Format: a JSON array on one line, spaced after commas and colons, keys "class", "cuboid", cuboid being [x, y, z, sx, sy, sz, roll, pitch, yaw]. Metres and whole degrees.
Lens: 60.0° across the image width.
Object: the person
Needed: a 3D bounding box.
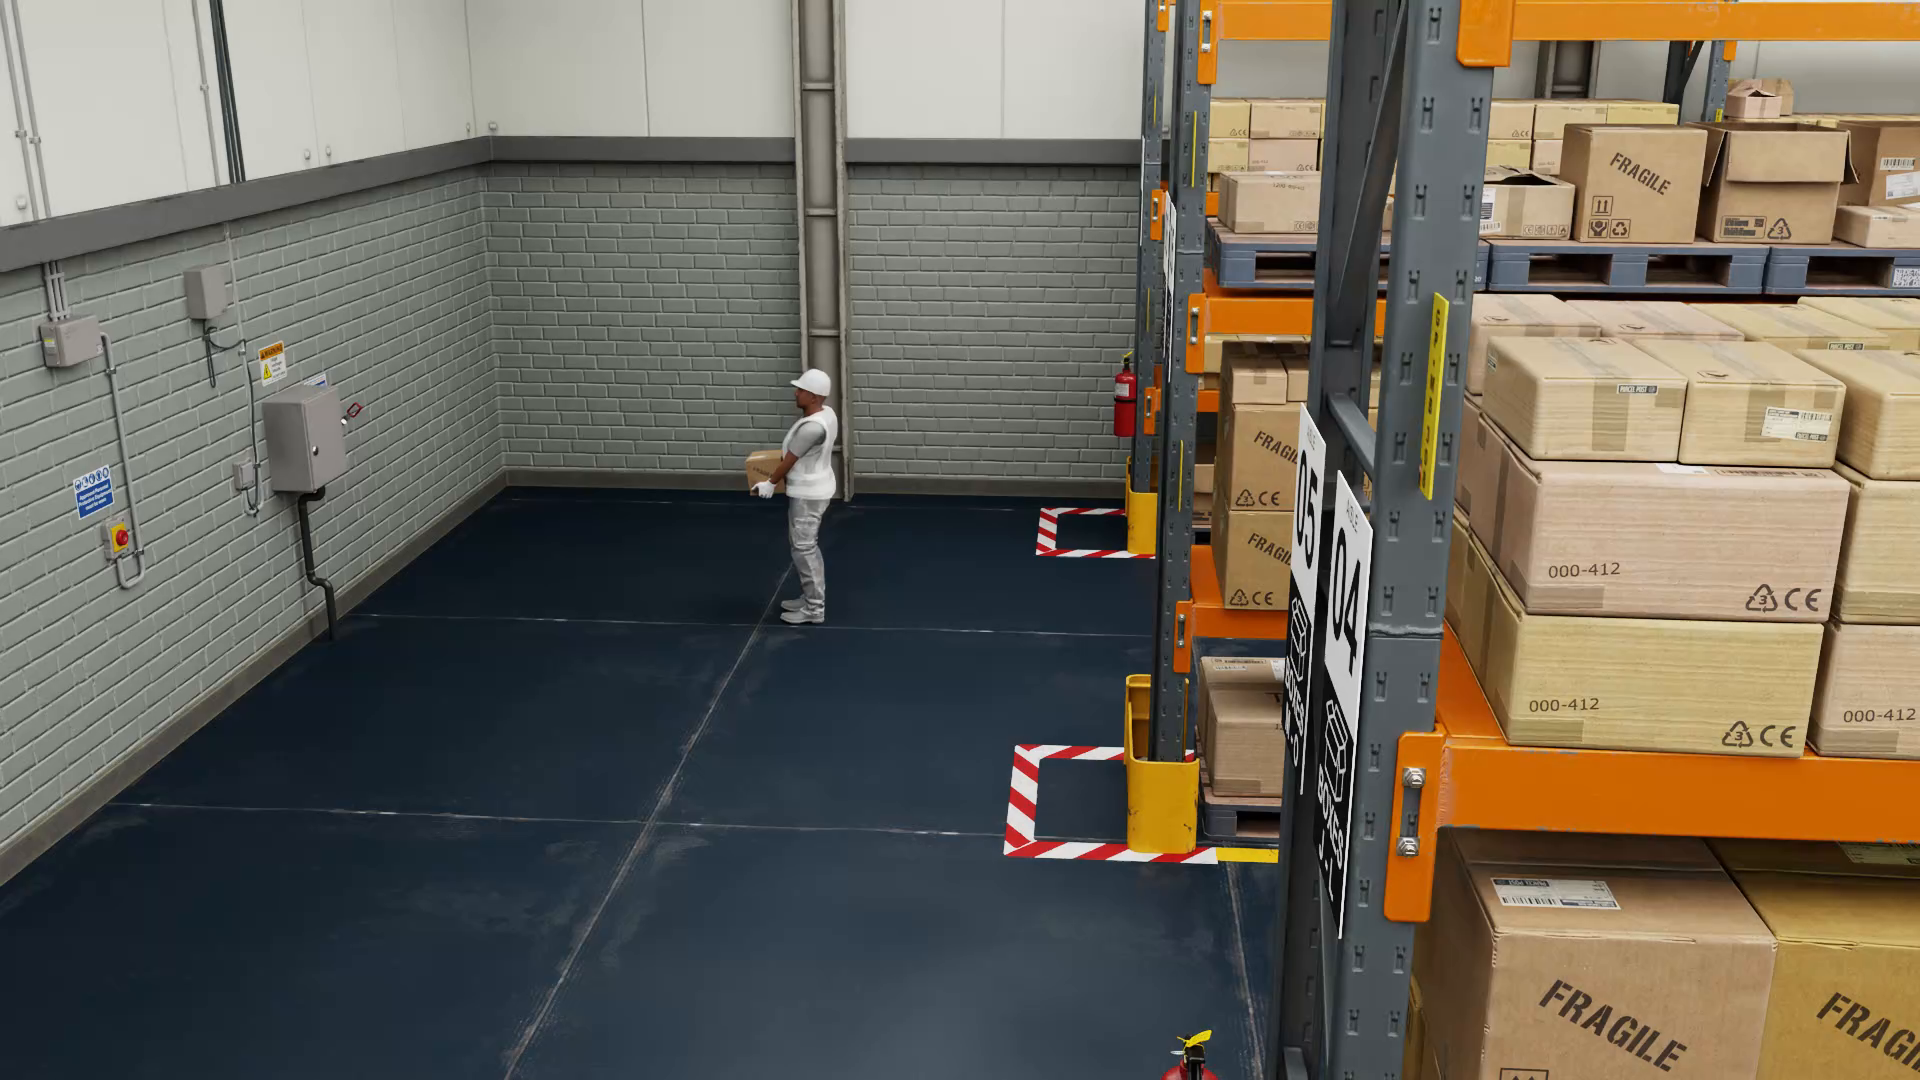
[{"class": "person", "cuboid": [-1.139, -0.310, 11.515, 0.574, 1.778, 0.487, 2, 17, 5]}]
